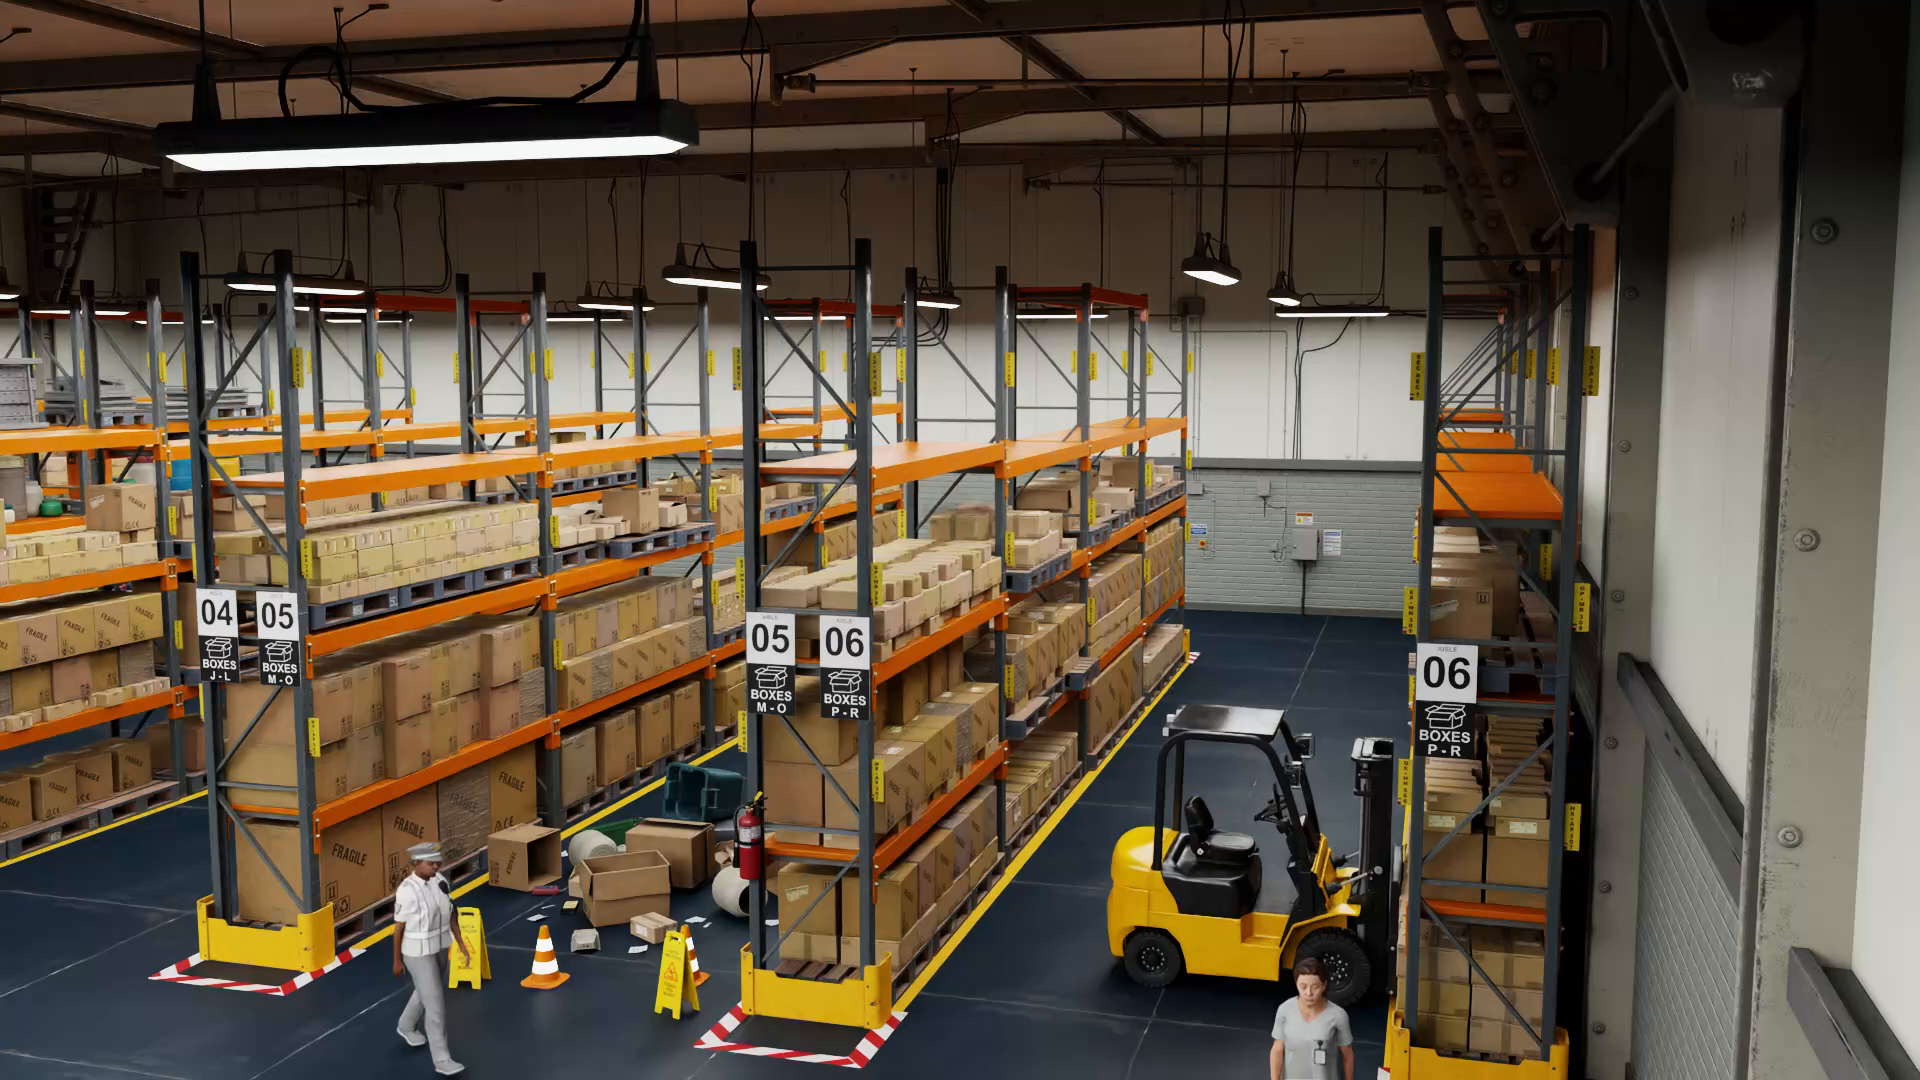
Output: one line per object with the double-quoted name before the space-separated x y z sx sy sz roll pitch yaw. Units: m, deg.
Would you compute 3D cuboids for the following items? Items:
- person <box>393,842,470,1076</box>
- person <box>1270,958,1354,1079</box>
"person" -3.882 3.005 12.144 0.876 1.639 0.474 3 7 23
"person" 2.022 3.251 9.692 0.459 1.633 0.905 3 7 28
